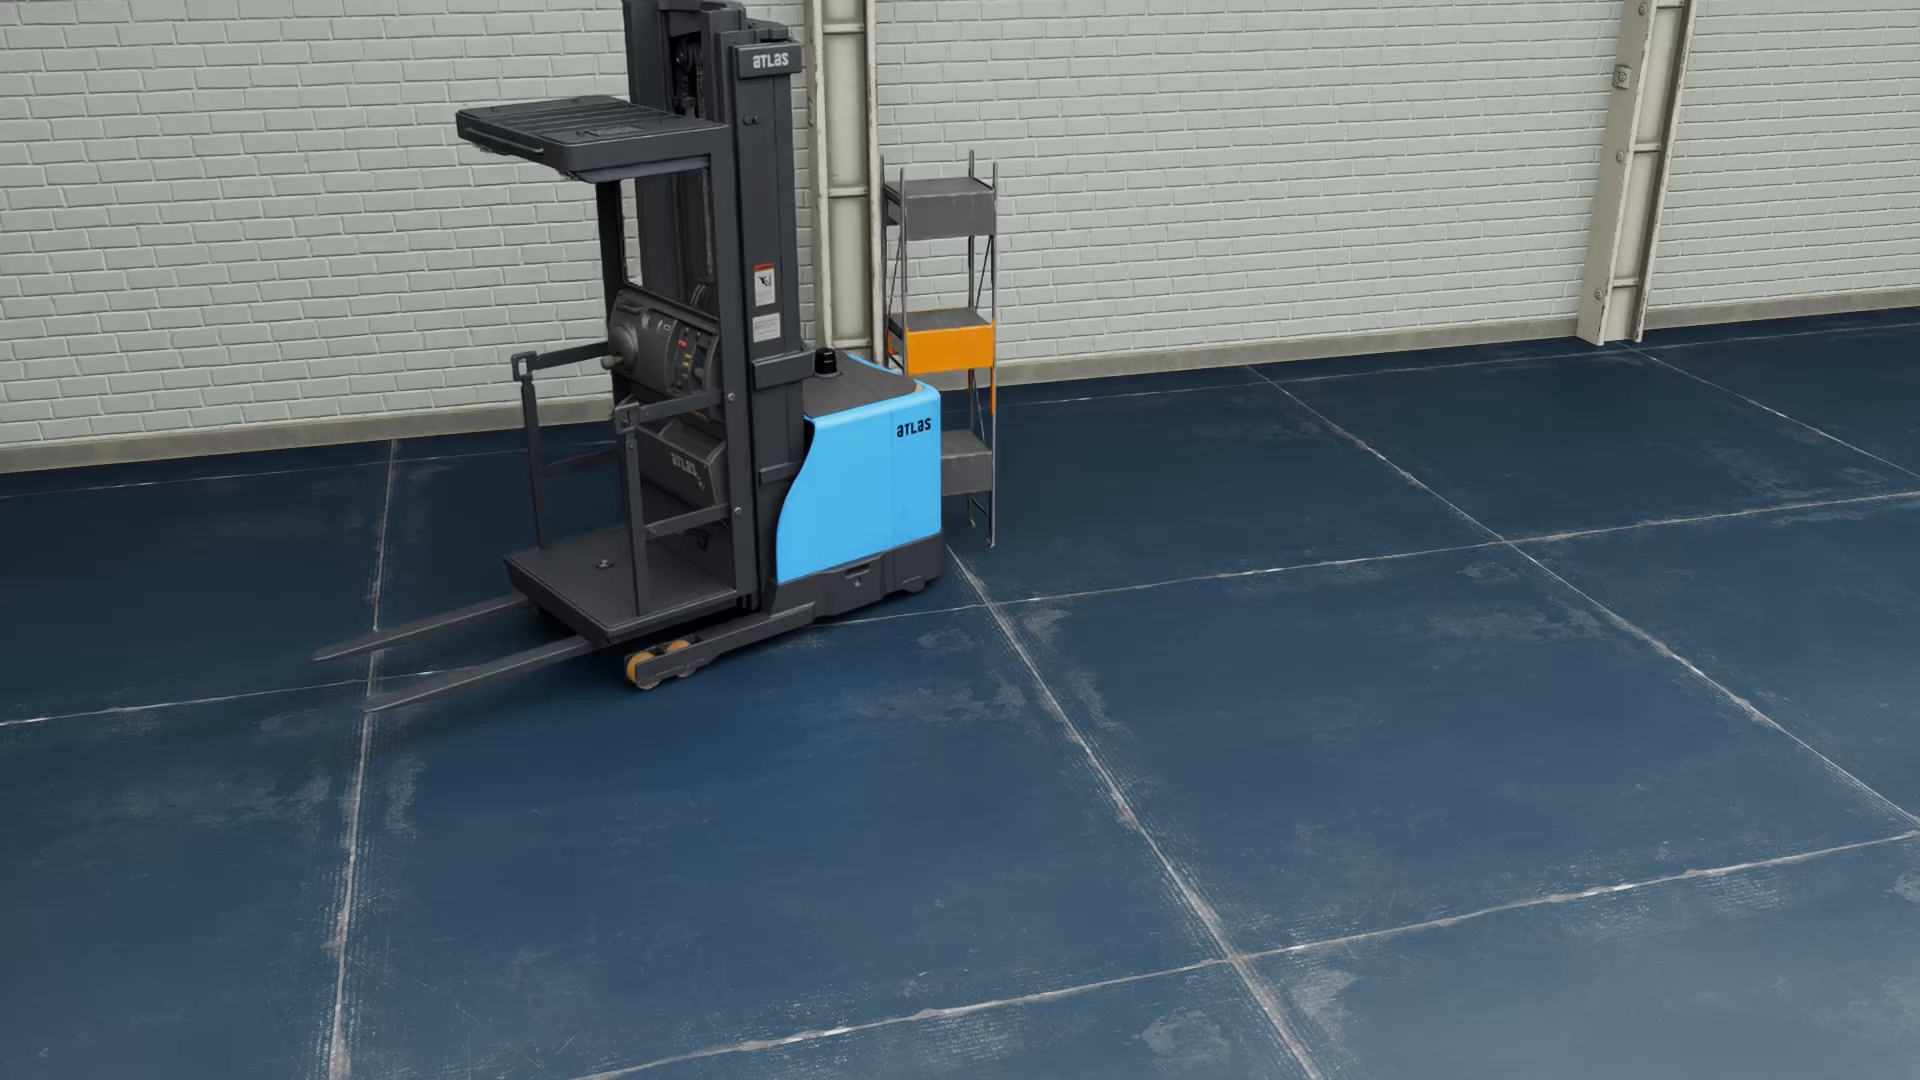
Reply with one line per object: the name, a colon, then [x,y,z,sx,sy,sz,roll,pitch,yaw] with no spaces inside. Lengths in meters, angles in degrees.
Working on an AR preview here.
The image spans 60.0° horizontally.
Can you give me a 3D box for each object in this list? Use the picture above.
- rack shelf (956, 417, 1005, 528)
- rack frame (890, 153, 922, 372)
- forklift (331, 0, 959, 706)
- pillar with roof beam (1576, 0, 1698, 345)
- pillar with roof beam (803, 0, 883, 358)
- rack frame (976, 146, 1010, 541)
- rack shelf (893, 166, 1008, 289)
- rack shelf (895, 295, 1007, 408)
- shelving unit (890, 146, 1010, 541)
rack shelf: [-0.054,-0.343,9.196,0.480,0.518,0.431,-9,25,-20]
rack frame: [-0.280,-0.962,8.830,0.015,2.100,0.400,-9,25,-20]
forklift: [-1.467,-0.920,7.677,3.031,2.935,1.130,-18,29,-35]
pillar with roof beam: [6.187,-4.068,7.318,0.400,9.000,9.100,-6,24,-14]
pillar with roof beam: [0.410,-3.429,5.829,0.400,9.000,9.100,-6,24,-14]
rack frame: [0.172,-1.035,8.999,0.015,2.100,0.400,-9,25,-20]
rack shelf: [-0.054,-1.629,8.644,0.480,0.518,0.431,-9,25,-20]
rack shelf: [-0.054,-0.986,8.920,0.480,0.518,0.431,-9,25,-20]
shelving unit: [-0.054,-0.999,8.914,0.503,2.100,0.431,-9,25,-20]
